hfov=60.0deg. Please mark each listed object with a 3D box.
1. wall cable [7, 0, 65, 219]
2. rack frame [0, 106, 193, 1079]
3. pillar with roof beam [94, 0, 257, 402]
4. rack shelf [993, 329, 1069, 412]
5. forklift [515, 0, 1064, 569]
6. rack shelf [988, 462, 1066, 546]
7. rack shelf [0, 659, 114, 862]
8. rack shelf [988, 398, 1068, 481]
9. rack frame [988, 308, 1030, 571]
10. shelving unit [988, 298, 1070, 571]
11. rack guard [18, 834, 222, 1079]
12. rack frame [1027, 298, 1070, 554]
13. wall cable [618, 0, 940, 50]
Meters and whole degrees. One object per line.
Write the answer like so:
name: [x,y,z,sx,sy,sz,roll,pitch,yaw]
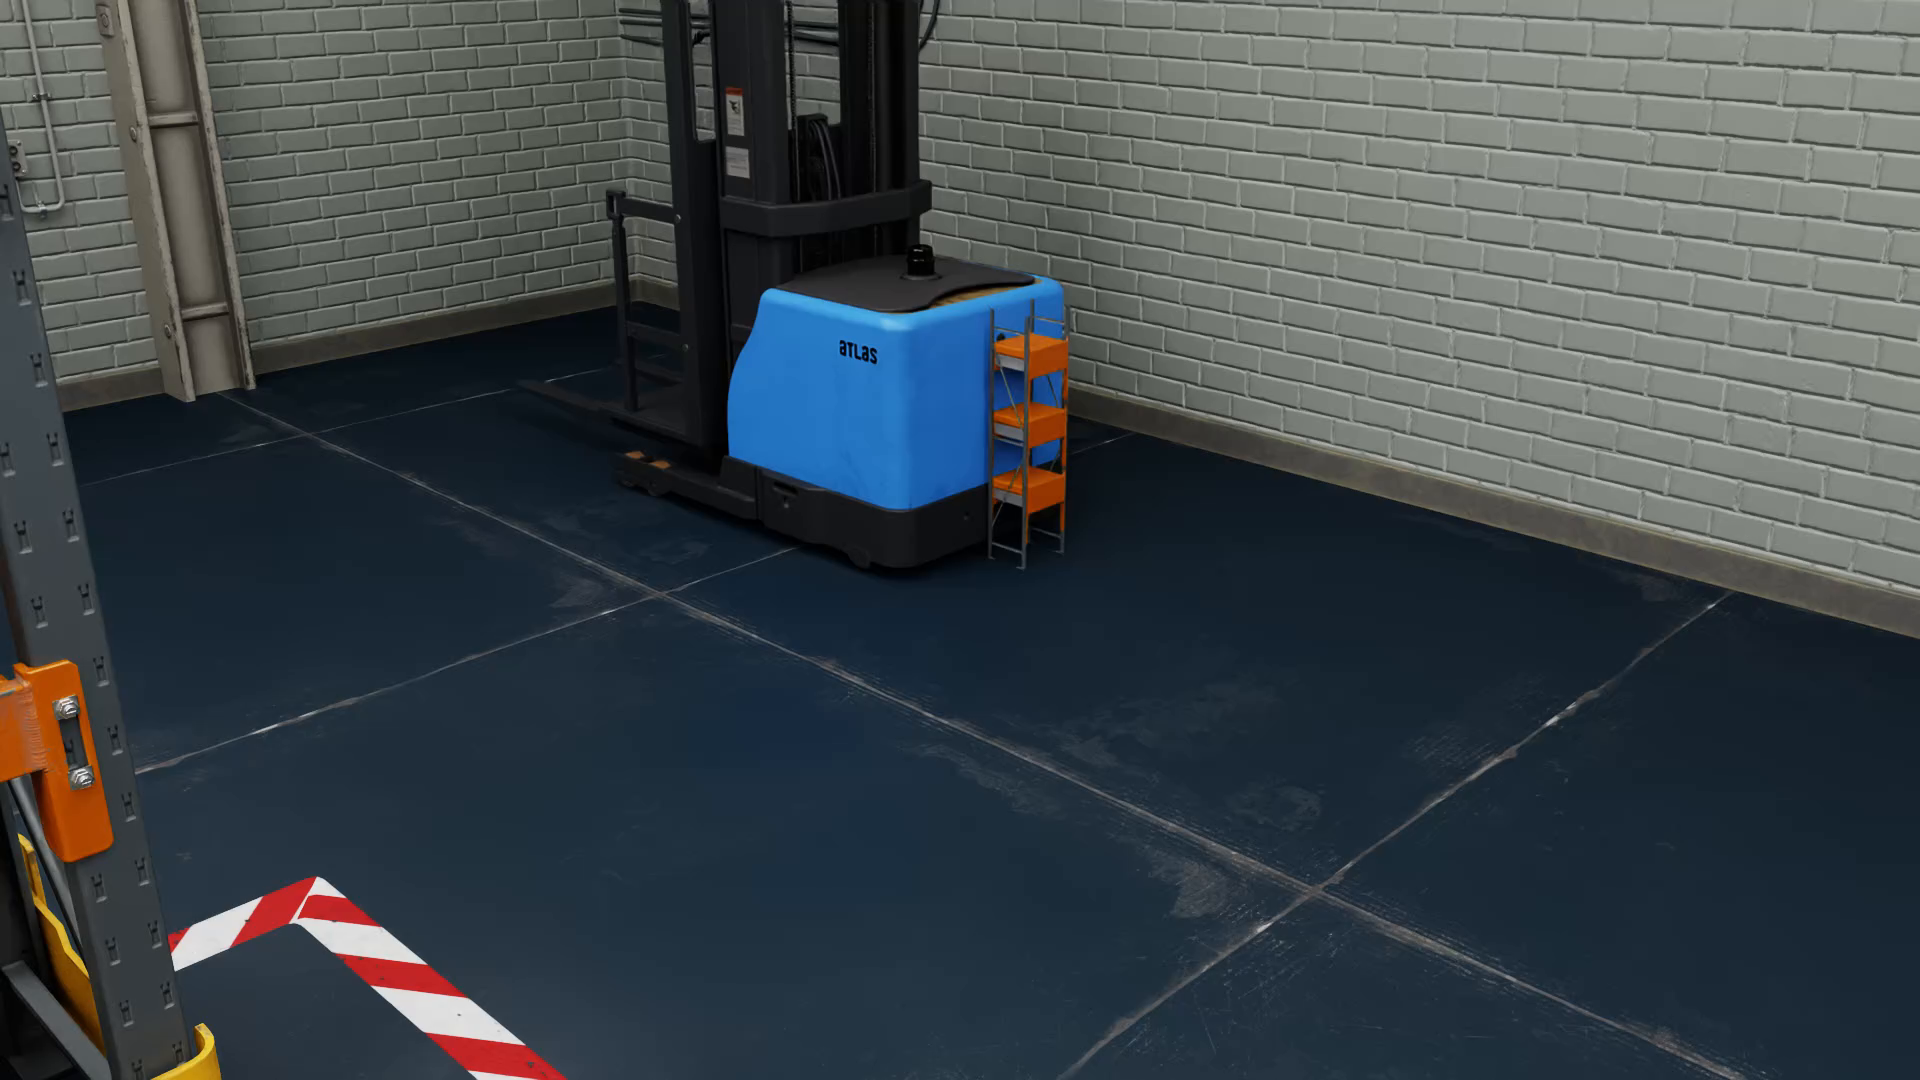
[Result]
wall cable: [-5.218,-2.366,7.633,0.084,1.984,1.851,19,28,41]
rack frame: [-1.882,-0.087,3.120,1.000,3.000,0.127,19,28,41]
pillar with roof beam: [-1.085,-3.959,4.833,9.100,9.000,0.400,19,28,41]
rack shelf: [0.275,-0.678,6.614,0.215,0.259,0.240,18,28,39]
forklift: [-0.968,-1.684,7.370,3.031,2.935,1.130,19,28,40]
rack shelf: [0.275,-0.154,6.816,0.215,0.259,0.240,18,28,39]
rack shelf: [-3.277,0.763,1.911,1.077,0.370,4.000,19,28,41]
rack shelf: [0.275,-0.413,6.716,0.215,0.259,0.240,18,28,39]
rack frame: [0.192,-0.391,6.629,0.200,1.050,0.008,18,28,39]
shelving unit: [0.275,-0.423,6.712,0.215,1.050,0.252,18,28,39]
rack guard: [-1.935,1.099,3.518,1.175,0.500,0.348,19,28,41]
rack frame: [0.357,-0.455,6.796,0.200,1.050,0.008,18,28,39]
wall cable: [-1.232,-4.041,9.374,3.097,2.526,0.112,19,28,41]
